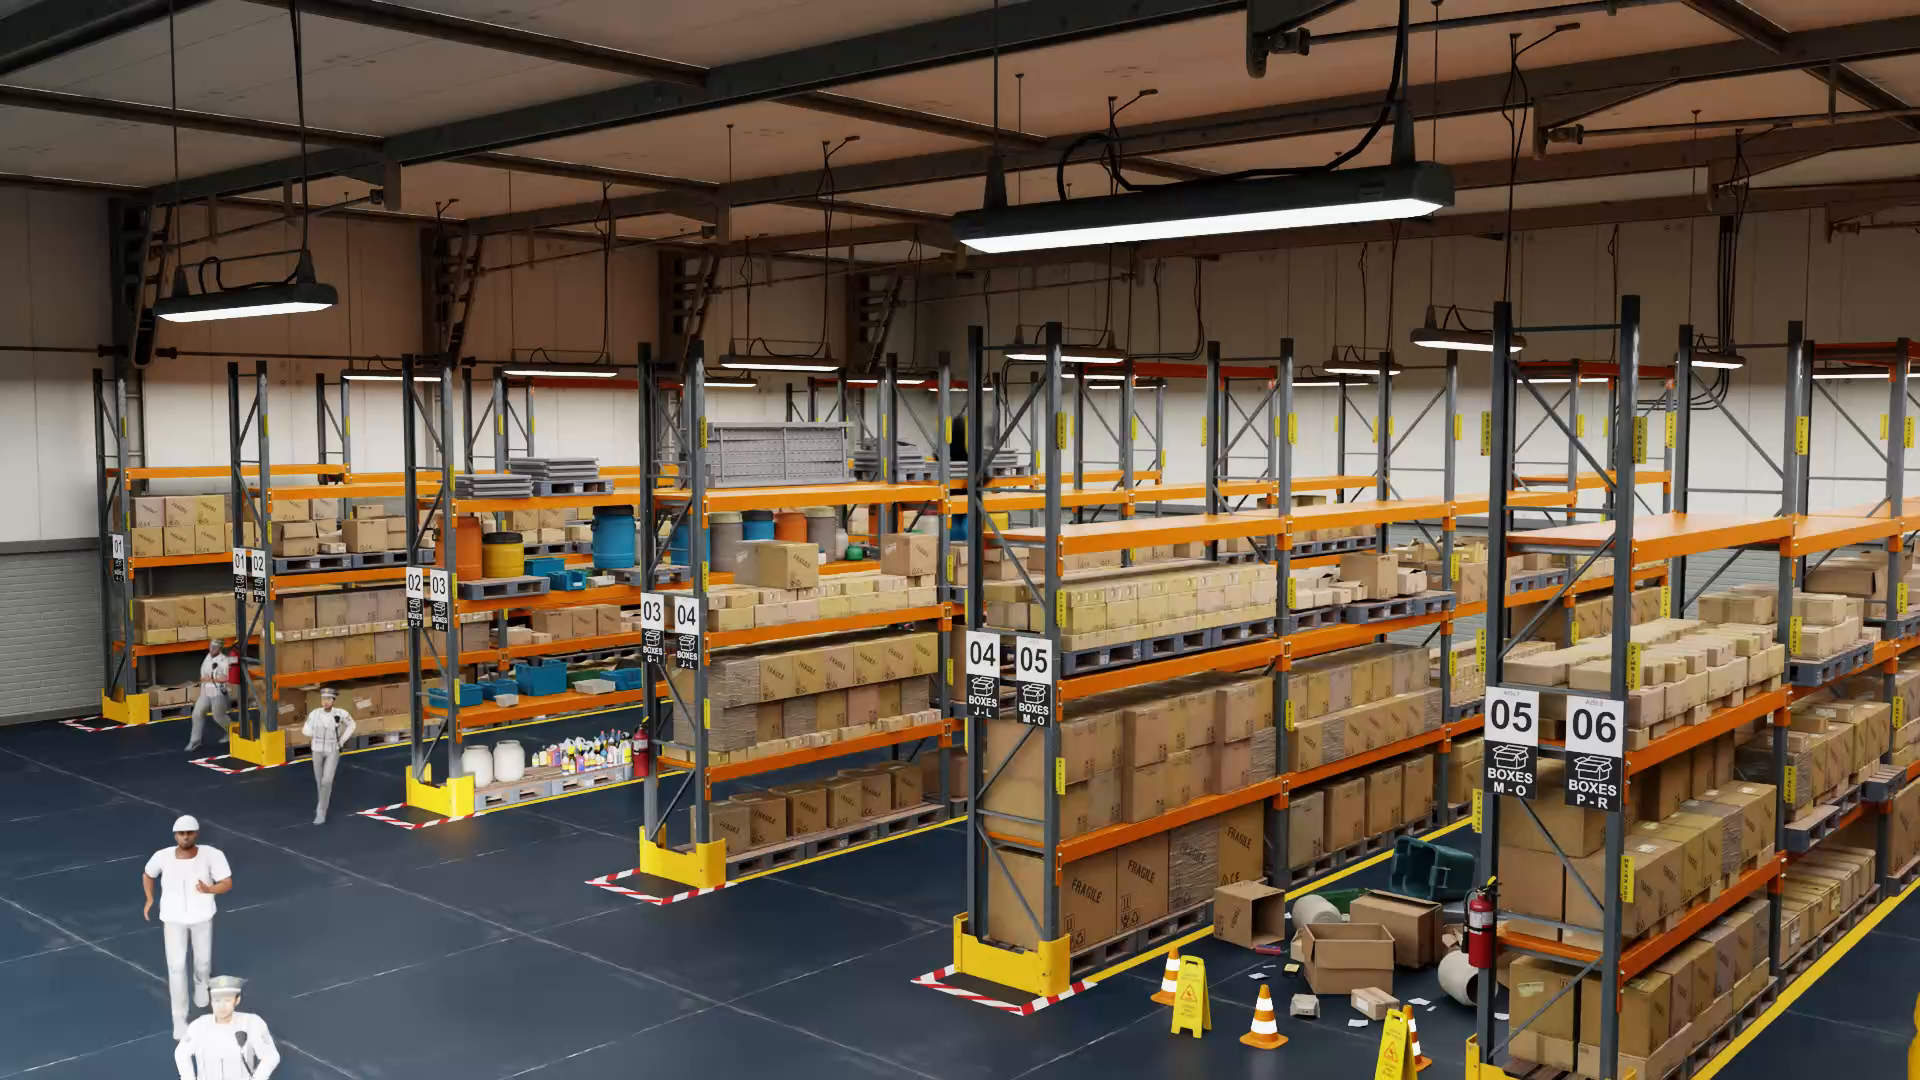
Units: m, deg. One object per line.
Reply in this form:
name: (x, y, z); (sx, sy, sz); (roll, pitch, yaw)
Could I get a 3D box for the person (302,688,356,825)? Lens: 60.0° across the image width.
person: (-8.125, 2.752, 21.406); (0.614, 1.749, 0.733); (0, 4, -3)

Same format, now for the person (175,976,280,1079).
person: (-4.628, 3.557, 10.505); (0.623, 1.661, 0.567); (-2, 4, -20)

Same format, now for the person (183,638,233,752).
person: (-11.586, 2.409, 25.947); (0.694, 1.786, 0.857); (2, 5, 24)

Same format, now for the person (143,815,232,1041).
person: (-6.546, 3.215, 14.114); (0.693, 1.772, 0.959); (-2, 5, -24)
